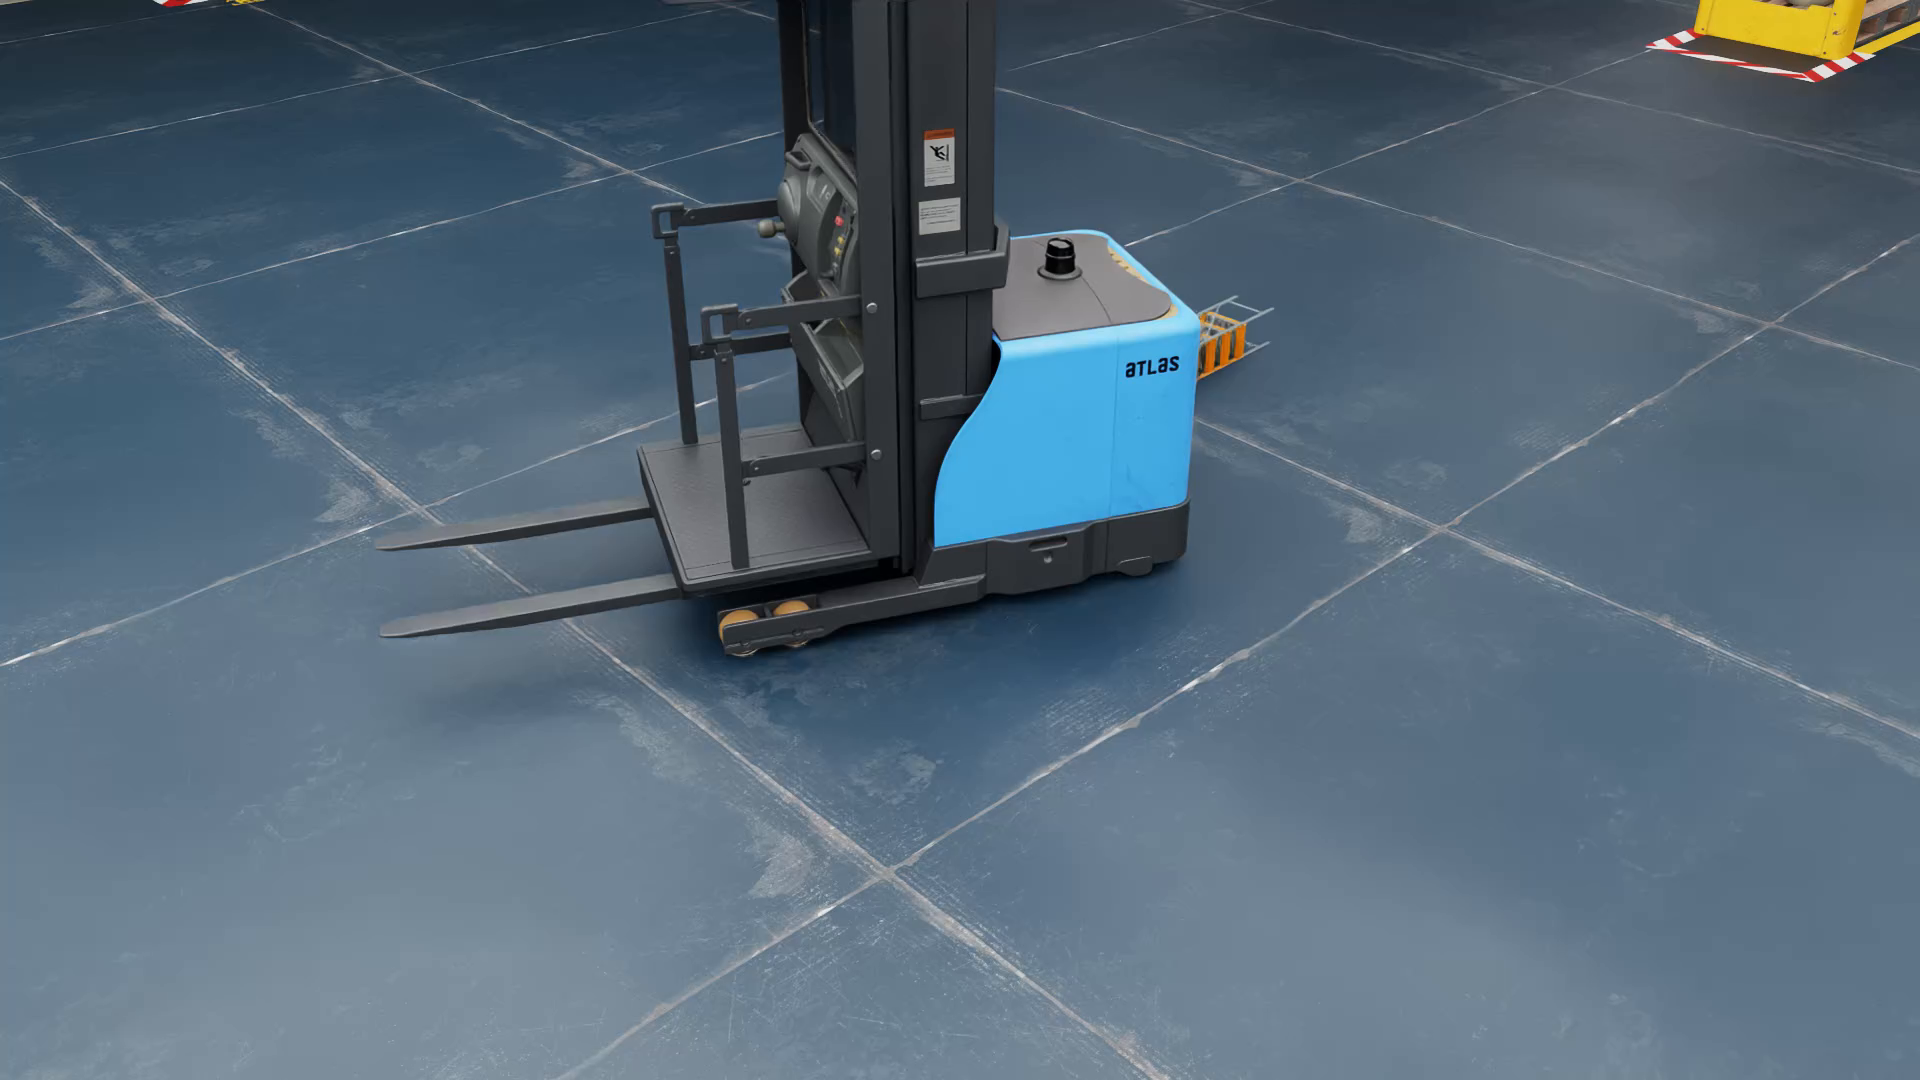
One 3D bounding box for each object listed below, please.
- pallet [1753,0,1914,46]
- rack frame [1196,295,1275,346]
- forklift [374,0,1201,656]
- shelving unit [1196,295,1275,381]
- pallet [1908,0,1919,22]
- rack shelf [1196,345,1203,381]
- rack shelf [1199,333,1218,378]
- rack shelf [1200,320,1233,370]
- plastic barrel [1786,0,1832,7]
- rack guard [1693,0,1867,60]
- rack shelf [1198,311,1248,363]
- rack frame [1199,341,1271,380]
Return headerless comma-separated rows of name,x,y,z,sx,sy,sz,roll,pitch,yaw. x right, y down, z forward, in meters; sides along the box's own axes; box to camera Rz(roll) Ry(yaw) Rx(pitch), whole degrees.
pallet,7.050,-4.337,13.641,1.213,0.211,1.003,-26,40,-35
rack frame,1.061,-0.971,7.975,0.240,0.006,1.200,27,40,37
forklift,-0.682,-1.137,5.800,3.031,2.935,1.130,-10,33,-16
shelving unit,1.061,-0.893,8.023,0.258,0.189,1.200,27,40,37
pallet,7.944,-4.768,14.345,1.213,0.211,1.003,-26,40,-35
rack shelf,1.030,-0.877,7.996,0.258,0.180,0.103,27,40,37
rack shelf,1.114,-0.921,8.069,0.258,0.180,0.103,27,40,37
rack shelf,1.197,-0.965,8.143,0.258,0.180,0.103,27,40,37
plastic barrel,6.858,-4.576,13.341,0.421,0.512,0.421,0,31,0
rack guard,6.451,-4.174,13.097,0.348,0.500,1.175,-26,40,-35
rack shelf,1.281,-1.009,8.216,0.258,0.180,0.103,27,40,37
rack frame,1.061,-0.815,8.070,0.240,0.006,1.200,27,40,37
